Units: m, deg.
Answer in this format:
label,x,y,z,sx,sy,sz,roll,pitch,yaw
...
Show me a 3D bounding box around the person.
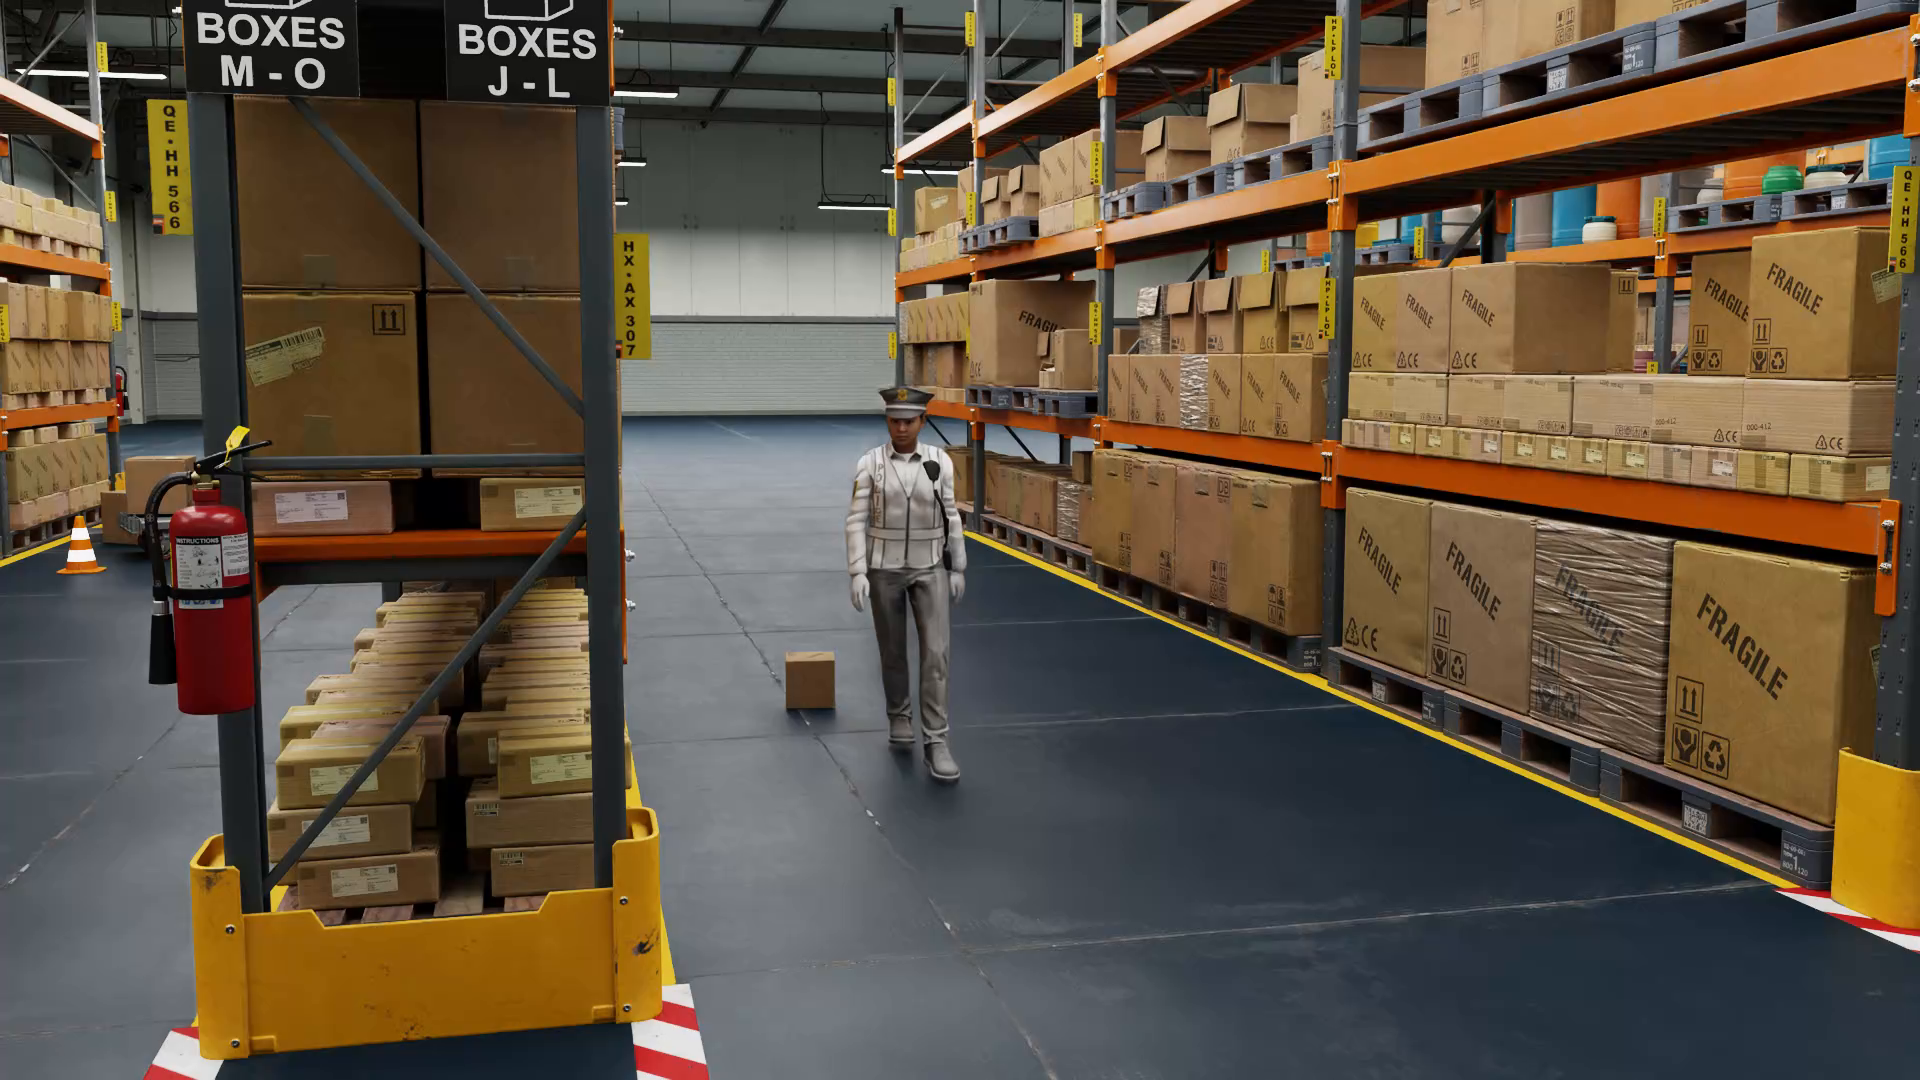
label,x,y,z,sx,sy,sz,roll,pitch,yaw
person,-0.232,0.146,7.205,0.535,1.618,0.935,0,6,-2
